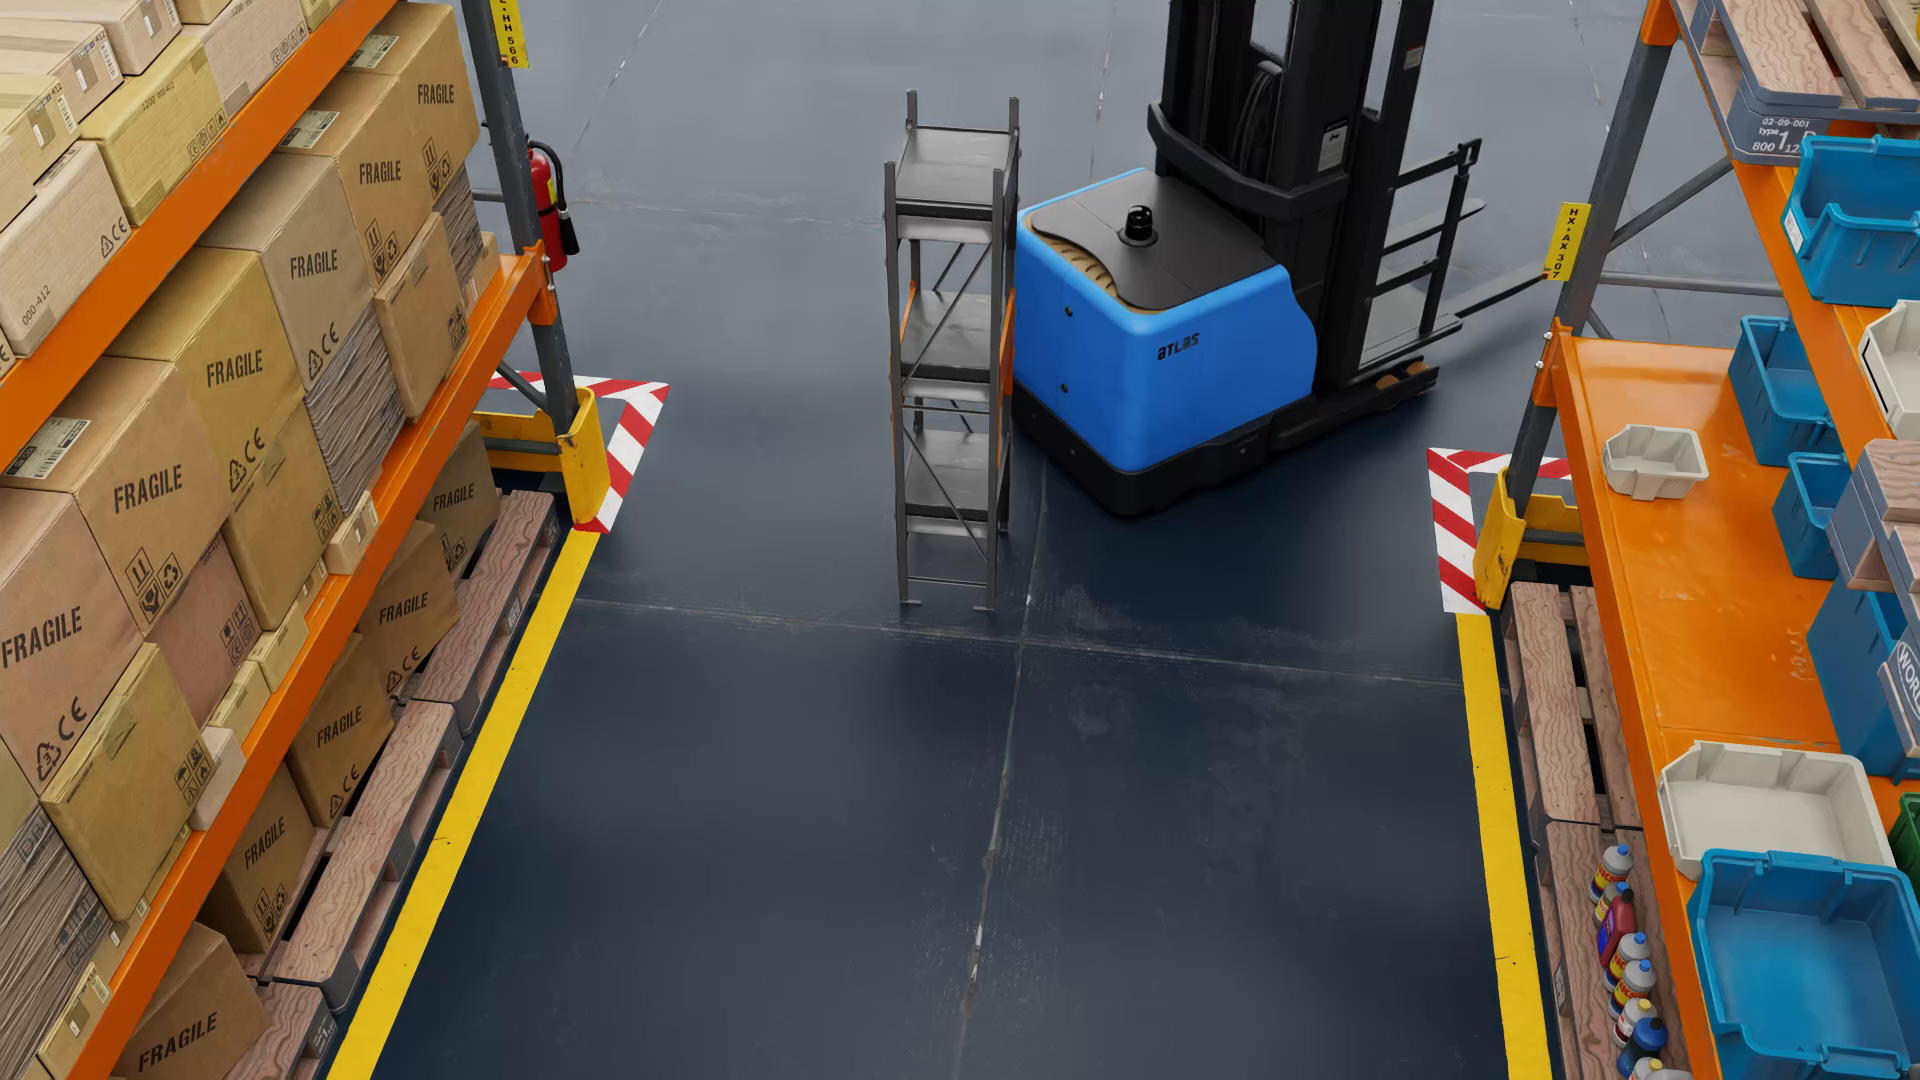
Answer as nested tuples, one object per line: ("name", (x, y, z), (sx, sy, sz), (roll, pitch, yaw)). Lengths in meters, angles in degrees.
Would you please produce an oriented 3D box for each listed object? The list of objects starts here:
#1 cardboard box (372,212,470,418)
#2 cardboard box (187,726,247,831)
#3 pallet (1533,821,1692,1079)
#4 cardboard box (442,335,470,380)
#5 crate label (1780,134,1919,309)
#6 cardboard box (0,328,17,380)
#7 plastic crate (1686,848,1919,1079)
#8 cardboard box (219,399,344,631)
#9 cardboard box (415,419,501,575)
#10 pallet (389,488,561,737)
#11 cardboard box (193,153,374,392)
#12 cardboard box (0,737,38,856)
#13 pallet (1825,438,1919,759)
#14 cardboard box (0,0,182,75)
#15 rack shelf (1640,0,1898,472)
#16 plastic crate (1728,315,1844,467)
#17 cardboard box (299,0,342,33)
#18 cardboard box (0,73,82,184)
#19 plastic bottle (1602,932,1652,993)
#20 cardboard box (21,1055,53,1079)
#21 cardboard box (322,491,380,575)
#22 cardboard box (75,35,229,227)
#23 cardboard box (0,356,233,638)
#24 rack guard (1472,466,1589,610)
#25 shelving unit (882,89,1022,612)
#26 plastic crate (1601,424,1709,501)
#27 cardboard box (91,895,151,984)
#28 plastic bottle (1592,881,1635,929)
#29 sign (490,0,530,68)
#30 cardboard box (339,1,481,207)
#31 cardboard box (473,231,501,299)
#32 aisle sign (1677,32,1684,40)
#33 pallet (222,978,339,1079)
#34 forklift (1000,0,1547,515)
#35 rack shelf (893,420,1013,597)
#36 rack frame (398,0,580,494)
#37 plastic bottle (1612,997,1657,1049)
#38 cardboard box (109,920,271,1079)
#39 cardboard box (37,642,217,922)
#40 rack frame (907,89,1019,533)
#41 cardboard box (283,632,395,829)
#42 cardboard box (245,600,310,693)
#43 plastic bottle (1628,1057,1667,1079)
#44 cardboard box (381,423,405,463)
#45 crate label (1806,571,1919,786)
("cardboard box", (-2.216, -0.796, 5.642), (0.875, 0.500, 0.500), (5, 44, 6))
("cardboard box", (-2.223, 0.642, 4.595), (0.380, 0.149, 0.250), (5, 44, 6))
("pallet", (2.500, 1.525, 5.508), (1.003, 0.211, 1.213), (5, 44, 6))
("cardboard box", (-2.018, -0.726, 6.040), (0.380, 0.149, 0.250), (5, 44, 6))
("crate label", (2.165, -0.715, 3.772), (0.502, 0.251, 0.408), (5, 44, 6))
("cardboard box", (-2.320, -0.329, 3.365), (0.500, 0.250, 0.500), (5, 44, 5))
("plastic crate", (2.089, 1.076, 4.063), (0.499, 0.251, 0.616), (5, 44, 6))
("cardboard box", (-2.403, -0.120, 4.928), (0.875, 0.500, 0.500), (5, 44, 6))
("cardboard box", (-2.268, -0.197, 6.811), (0.500, 0.500, 0.500), (13, 45, 13))
("pallet", (-2.322, 0.239, 6.866), (1.003, 0.211, 1.213), (5, 44, 6))
("cardboard box", (-2.126, -0.804, 4.923), (0.500, 0.500, 0.500), (5, 44, 6))
("cardboard box", (-2.387, 0.559, 3.483), (0.500, 0.500, 0.500), (5, 44, 6))
("pallet", (2.210, 0.279, 2.751), (1.213, 0.211, 1.003), (5, 44, 6))
("cardboard box", (-2.158, -1.269, 4.068), (0.380, 0.149, 0.250), (3, 44, 3))
("rack shelf", (2.476, -0.390, 3.844), (1.077, 0.370, 4.000), (5, 44, 6))
("plastic crate", (2.971, -0.503, 5.730), (0.499, 0.251, 0.616), (5, 44, 6))
("cardboard box", (-2.044, -1.718, 4.833), (0.500, 0.250, 0.500), (5, 44, 6))
("cardboard box", (-2.215, -0.915, 3.694), (0.380, 0.149, 0.250), (4, 44, 5))
("plastic bottle", (2.146, 1.346, 5.333), (0.097, 0.271, 0.097), (0, 43, 0))
("cardboard box", (-2.372, 1.322, 3.877), (0.380, 0.149, 0.250), (5, 44, 6))
("cardboard box", (-2.097, -0.040, 5.315), (0.380, 0.149, 0.250), (5, 44, 6))
("cardboard box", (-2.182, -1.027, 4.102), (0.500, 0.250, 0.500), (5, 44, 5))
("cardboard box", (-2.255, -0.122, 4.203), (0.500, 0.500, 0.500), (5, 44, 6))
("rack guard", (2.777, 0.038, 6.868), (1.175, 0.500, 0.348), (5, 44, 6))
("shelving unit", (-0.022, -0.650, 6.431), (0.431, 2.100, 0.503), (5, 44, 6))
("plastic crate", (2.303, -0.249, 5.545), (0.298, 0.136, 0.250), (5, 44, 6))
("cardboard box", (-2.320, 0.980, 4.238), (0.380, 0.149, 0.250), (5, 44, 6))
("plastic bottle", (2.178, 1.209, 5.529), (0.097, 0.201, 0.097), (0, 43, 0))
("sign", (-1.622, -1.847, 5.969), (0.100, 0.325, 0.005), (5, 44, 6))
("cardboard box", (-1.997, -1.486, 5.643), (0.500, 0.500, 0.500), (5, 44, 6))
("cardboard box", (-2.002, -1.072, 6.405), (0.380, 0.149, 0.250), (5, 44, 6))
("aisle sign", (2.459, -1.945, 5.254), (0.394, 0.787, 0.004), (5, 44, 6))
("pallet", (-2.644, 1.902, 5.110), (1.003, 0.211, 1.213), (5, 44, 6))
("forklift", (1.685, -1.964, 7.214), (3.031, 2.935, 1.130), (-24, 49, -23))
("rack shelf", (-0.022, -0.131, 6.922), (0.431, 0.518, 0.480), (5, 44, 6))
("rack frame", (-2.169, -1.376, 6.543), (1.000, 3.000, 0.127), (5, 44, 6))
("plastic bottle", (2.120, 1.507, 5.214), (0.097, 0.201, 0.097), (0, 43, 0))
("cardboard box", (-2.537, 1.446, 5.077), (0.500, 0.500, 0.500), (19, 46, 19))
("cardboard box", (-2.476, 0.567, 4.202), (0.875, 0.500, 0.500), (5, 44, 6))
("rack frame", (0.010, -0.816, 6.607), (0.400, 2.100, 0.015), (5, 44, 6))
("cardboard box", (-2.415, 0.639, 5.928), (0.500, 0.500, 0.500), (9, 44, 9))
("cardboard box", (-2.186, 0.299, 4.958), (0.380, 0.149, 0.250), (5, 44, 6))
("plastic bottle", (2.093, 1.648, 5.066), (0.097, 0.201, 0.097), (0, 43, 0))
("cardboard box", (-2.141, -0.391, 5.686), (0.380, 0.149, 0.250), (5, 44, 6))
("crate label", (2.765, 0.341, 4.705), (0.502, 0.435, 0.616), (5, 44, 6))
